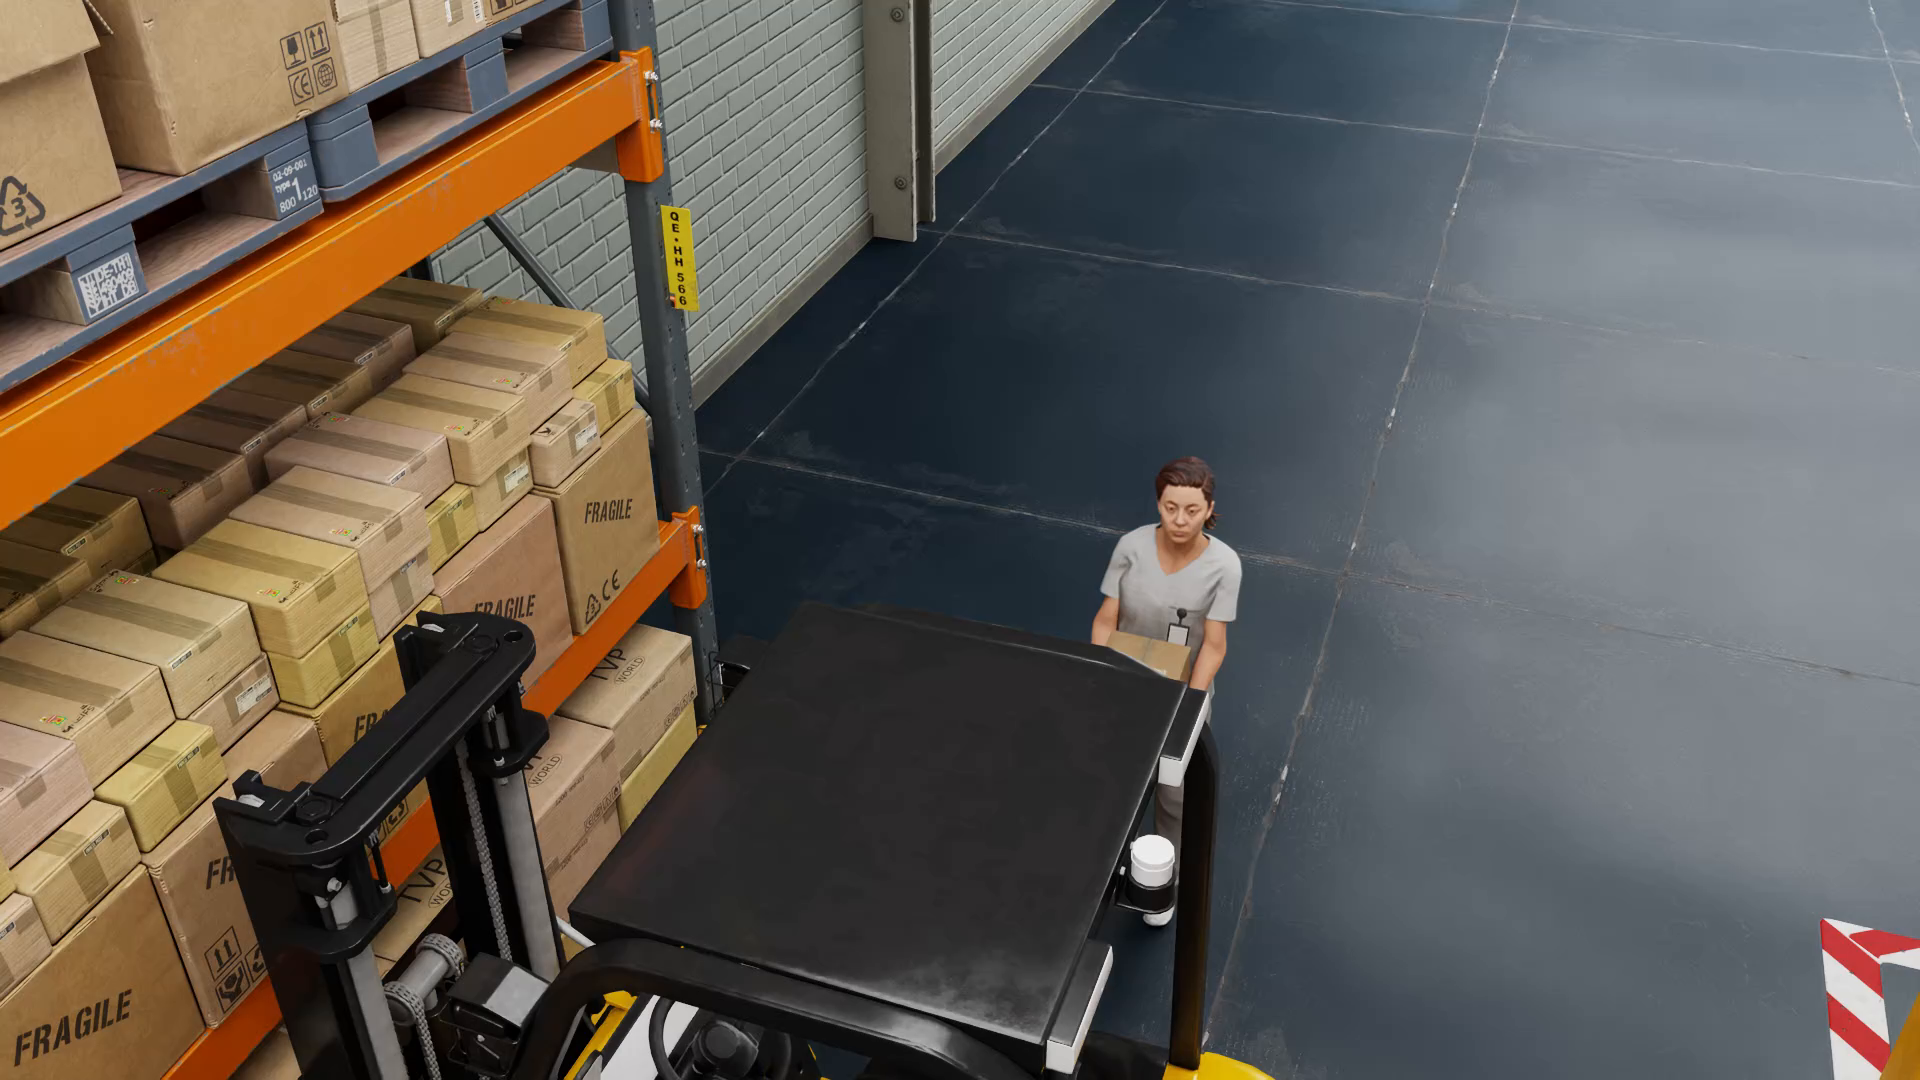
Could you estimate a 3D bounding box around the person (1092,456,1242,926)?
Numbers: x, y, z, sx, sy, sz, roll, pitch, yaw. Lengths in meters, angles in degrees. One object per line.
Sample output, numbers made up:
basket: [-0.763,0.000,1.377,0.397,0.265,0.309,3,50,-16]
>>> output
person: [0.627,0.524,5.358,0.436,1.662,0.554,12,35,17]
